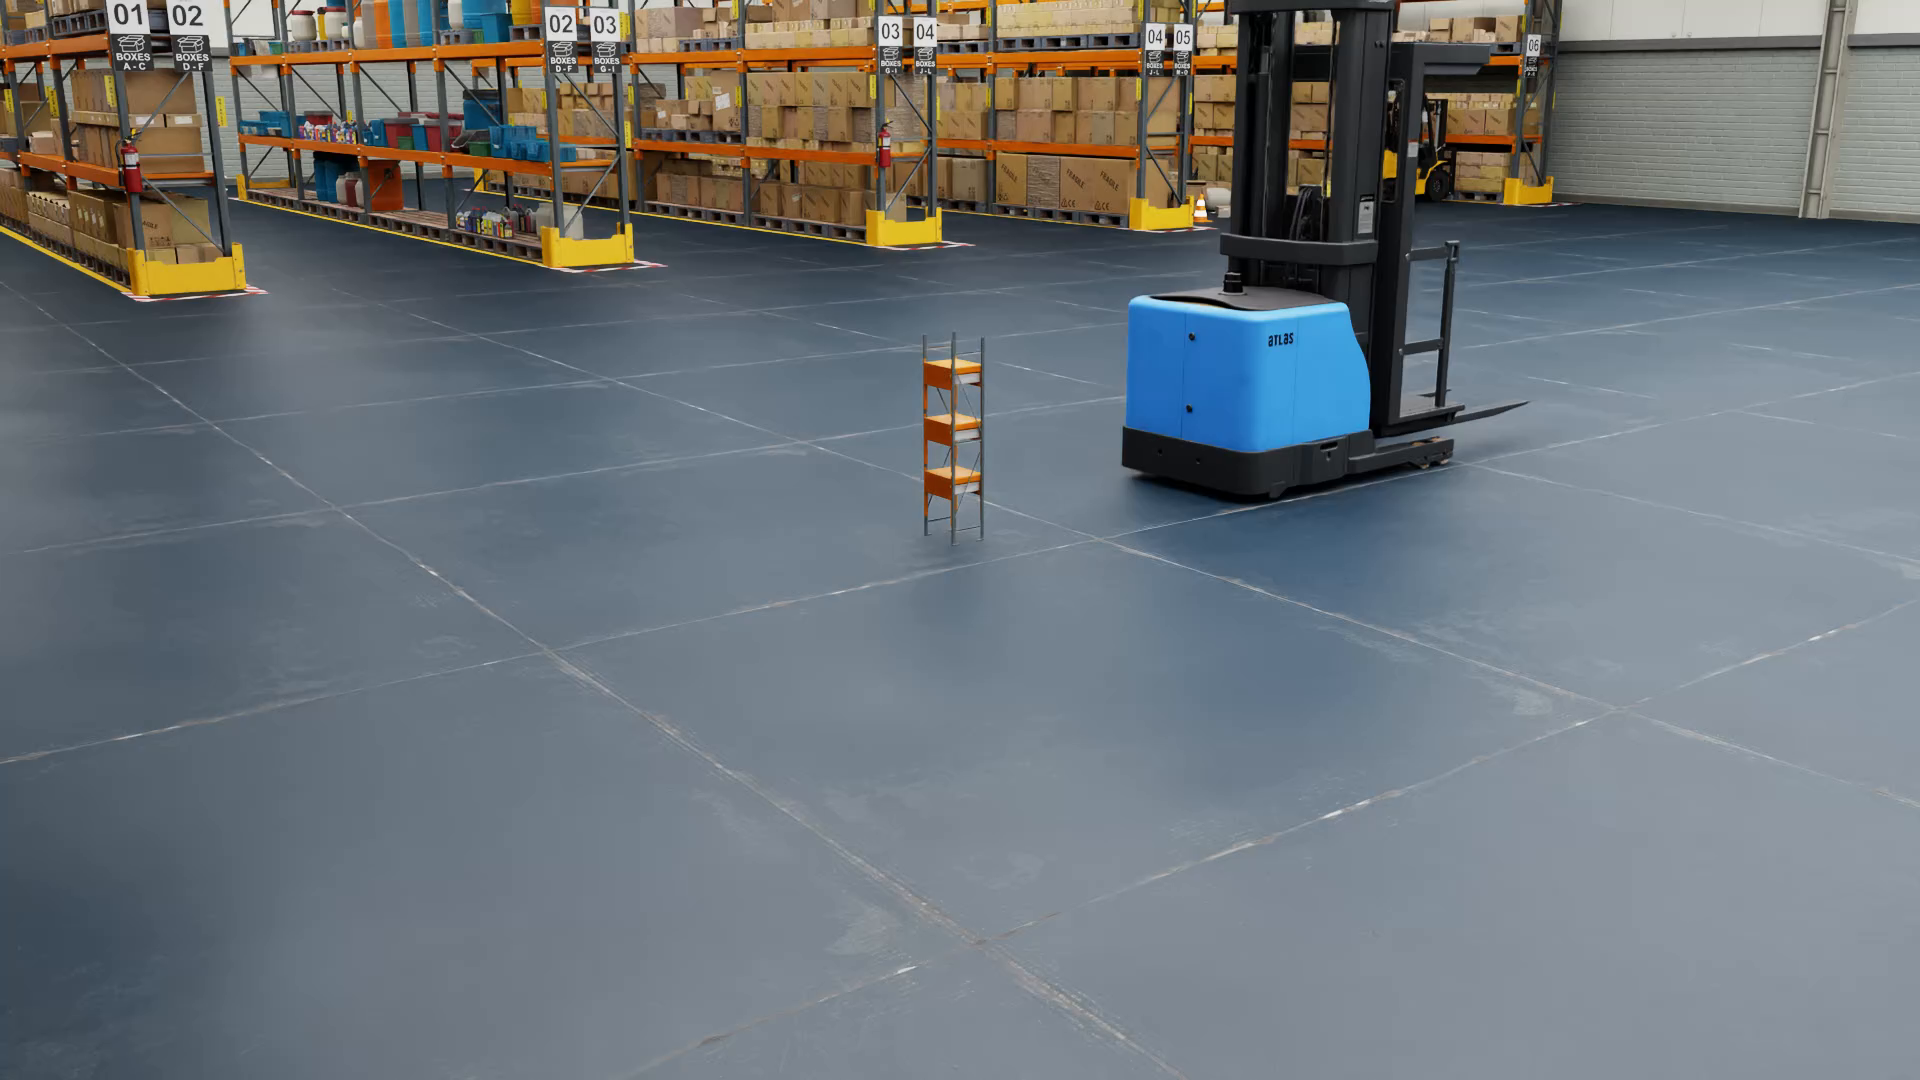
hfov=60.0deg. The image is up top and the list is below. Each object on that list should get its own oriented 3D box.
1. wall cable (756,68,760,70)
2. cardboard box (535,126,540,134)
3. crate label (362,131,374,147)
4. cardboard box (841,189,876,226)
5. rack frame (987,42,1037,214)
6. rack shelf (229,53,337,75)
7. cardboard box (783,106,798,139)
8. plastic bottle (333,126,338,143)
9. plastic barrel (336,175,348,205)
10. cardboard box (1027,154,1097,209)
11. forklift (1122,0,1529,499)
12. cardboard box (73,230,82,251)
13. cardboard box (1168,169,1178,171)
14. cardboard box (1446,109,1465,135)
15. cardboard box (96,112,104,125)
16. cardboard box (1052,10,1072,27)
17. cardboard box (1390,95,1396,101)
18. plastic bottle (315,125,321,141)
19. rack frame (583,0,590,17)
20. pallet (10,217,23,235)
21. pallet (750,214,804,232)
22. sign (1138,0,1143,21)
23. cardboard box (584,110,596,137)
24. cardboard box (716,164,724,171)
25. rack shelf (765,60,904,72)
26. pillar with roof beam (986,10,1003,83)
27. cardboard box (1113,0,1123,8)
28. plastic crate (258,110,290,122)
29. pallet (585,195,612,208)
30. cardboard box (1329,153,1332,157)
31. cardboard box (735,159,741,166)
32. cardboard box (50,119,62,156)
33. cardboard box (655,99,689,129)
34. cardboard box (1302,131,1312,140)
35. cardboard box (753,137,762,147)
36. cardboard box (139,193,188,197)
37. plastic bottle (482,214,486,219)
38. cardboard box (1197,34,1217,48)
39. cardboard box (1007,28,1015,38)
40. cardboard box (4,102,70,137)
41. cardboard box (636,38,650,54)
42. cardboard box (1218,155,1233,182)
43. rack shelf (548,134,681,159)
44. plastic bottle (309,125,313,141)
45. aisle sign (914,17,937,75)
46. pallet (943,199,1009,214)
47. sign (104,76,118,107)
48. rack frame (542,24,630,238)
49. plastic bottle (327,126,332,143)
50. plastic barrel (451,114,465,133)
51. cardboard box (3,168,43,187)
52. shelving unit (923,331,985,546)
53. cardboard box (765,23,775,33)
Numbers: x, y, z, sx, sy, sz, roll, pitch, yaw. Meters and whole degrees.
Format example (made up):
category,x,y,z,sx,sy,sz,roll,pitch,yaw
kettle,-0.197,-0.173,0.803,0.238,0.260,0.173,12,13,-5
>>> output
category,x,y,z,sx,sy,sz,roll,pitch,yaw
wall cable,-5.505,-12.492,46.550,0.585,1.953,0.123,-11,19,-35
cardboard box,-8.431,-8.342,33.848,0.380,0.149,0.250,-10,18,-33
crate label,-9.544,-6.542,27.113,0.303,0.233,0.416,-11,19,-35
cardboard box,-1.511,-5.086,25.418,0.500,0.500,0.500,-6,16,-20
rack frame,0.941,-7.434,30.054,1.000,3.000,0.127,-11,19,-35
rack shelf,-13.017,-9.152,32.012,1.077,0.370,4.000,-11,19,-35
cardboard box,-2.275,-6.568,26.139,0.875,0.500,0.500,-11,19,-35
plastic bottle,-10.744,-6.979,28.613,0.061,0.283,0.133,-11,19,-35
plastic barrel,-10.859,-6.223,29.548,0.421,0.512,0.421,0,15,0
cardboard box,1.787,-6.274,29.048,0.875,0.875,0.875,-11,19,-34
forklift,2.428,-1.942,10.121,3.031,2.935,1.130,-12,19,-38
cardboard box,-11.118,-3.879,21.479,0.500,0.250,0.500,-11,19,-35
cardboard box,4.150,-7.423,34.199,0.950,0.372,0.625,-10,18,-31
cardboard box,10.149,-8.475,33.669,0.500,0.500,0.500,-11,19,-36
cardboard box,-10.086,-5.038,19.885,0.380,0.149,0.250,-11,19,-35
cardboard box,1.895,-8.731,27.849,0.500,0.250,0.500,-11,19,-34
cardboard box,9.230,-9.290,34.857,0.380,0.149,0.250,-11,19,-36
plastic bottle,-11.332,-7.209,29.470,0.152,0.276,0.135,-11,19,-35
rack frame,-7.834,-11.287,32.770,1.000,3.000,0.127,-11,19,-35
pallet,-14.619,-5.083,26.749,1.003,0.211,1.213,-11,19,-35
pallet,-2.707,-5.203,27.184,1.003,0.211,1.213,-11,19,-35
sign,2.846,-8.334,26.134,0.100,0.325,0.005,-11,19,-35
cardboard box,-6.868,-7.981,31.865,0.500,0.500,0.500,-10,18,-33
cardboard box,-5.388,-8.596,38.343,0.380,0.149,0.250,-12,19,-37
rack shelf,-2.587,-9.815,34.434,1.077,0.370,4.000,-11,19,-35
pillar with roof beam,-2.496,-14.498,44.502,9.100,9.000,0.400,-11,19,-35
cardboard box,2.675,-8.613,26.663,0.380,0.149,0.250,-11,19,-34
plastic crate,-13.845,-8.483,33.706,0.616,0.435,0.499,-11,19,-35
pallet,-6.598,-6.635,32.418,1.003,0.211,1.213,-11,19,-35
cardboard box,8.582,-8.162,36.417,0.875,0.625,0.625,-10,18,-32
cardboard box,-4.841,-8.503,37.441,0.380,0.149,0.250,-12,19,-37
cardboard box,-12.498,-5.695,23.513,0.500,0.500,0.500,-12,19,-37
cardboard box,-5.133,-7.681,29.974,0.500,0.500,0.500,-14,21,-41
cardboard box,6.472,-7.390,30.370,0.380,0.149,0.250,-11,19,-35
cardboard box,-3.111,-6.416,26.813,0.380,0.149,0.250,-11,19,-35
cardboard box,-9.809,-4.002,20.509,0.500,0.500,0.500,-11,19,-35
plastic bottle,-6.770,-4.510,23.708,0.097,0.271,0.097,0,15,0
cardboard box,4.923,-9.605,32.026,0.500,0.250,0.500,-11,19,-36
cardboard box,1.034,-8.825,28.945,0.380,0.149,0.250,-11,19,-34
cardboard box,-13.959,-6.370,25.185,0.500,0.500,0.700,10,18,33
cardboard box,-5.412,-8.774,29.554,0.500,0.250,0.500,-10,18,-34
cardboard box,5.338,-7.181,32.124,0.500,0.500,0.500,-10,18,-32
rack shelf,-6.658,-7.620,32.096,1.077,0.370,4.000,-11,19,-35
plastic bottle,-11.616,-7.298,29.801,0.097,0.271,0.097,0,15,0
aisle sign,-0.500,-7.118,23.978,0.394,0.787,0.004,-11,19,-35
pallet,0.426,-6.242,30.982,1.003,0.211,1.213,-11,19,-35
sign,-9.241,-4.886,18.103,0.100,0.325,0.005,-11,19,-35
rack frame,-4.785,-5.062,21.391,1.000,3.000,0.127,-11,19,-35
plastic bottle,-10.931,-7.047,28.861,0.061,0.283,0.133,-11,19,-35
plastic barrel,-7.522,-6.221,25.364,0.433,0.535,0.433,0,15,0
cardboard box,-14.879,-5.763,26.433,0.500,0.250,0.500,-11,19,-36
shelving unit,-0.031,-0.518,8.479,0.215,1.050,0.252,-11,19,-35
cardboard box,-2.834,-8.027,26.069,0.380,0.149,0.250,-11,19,-34
